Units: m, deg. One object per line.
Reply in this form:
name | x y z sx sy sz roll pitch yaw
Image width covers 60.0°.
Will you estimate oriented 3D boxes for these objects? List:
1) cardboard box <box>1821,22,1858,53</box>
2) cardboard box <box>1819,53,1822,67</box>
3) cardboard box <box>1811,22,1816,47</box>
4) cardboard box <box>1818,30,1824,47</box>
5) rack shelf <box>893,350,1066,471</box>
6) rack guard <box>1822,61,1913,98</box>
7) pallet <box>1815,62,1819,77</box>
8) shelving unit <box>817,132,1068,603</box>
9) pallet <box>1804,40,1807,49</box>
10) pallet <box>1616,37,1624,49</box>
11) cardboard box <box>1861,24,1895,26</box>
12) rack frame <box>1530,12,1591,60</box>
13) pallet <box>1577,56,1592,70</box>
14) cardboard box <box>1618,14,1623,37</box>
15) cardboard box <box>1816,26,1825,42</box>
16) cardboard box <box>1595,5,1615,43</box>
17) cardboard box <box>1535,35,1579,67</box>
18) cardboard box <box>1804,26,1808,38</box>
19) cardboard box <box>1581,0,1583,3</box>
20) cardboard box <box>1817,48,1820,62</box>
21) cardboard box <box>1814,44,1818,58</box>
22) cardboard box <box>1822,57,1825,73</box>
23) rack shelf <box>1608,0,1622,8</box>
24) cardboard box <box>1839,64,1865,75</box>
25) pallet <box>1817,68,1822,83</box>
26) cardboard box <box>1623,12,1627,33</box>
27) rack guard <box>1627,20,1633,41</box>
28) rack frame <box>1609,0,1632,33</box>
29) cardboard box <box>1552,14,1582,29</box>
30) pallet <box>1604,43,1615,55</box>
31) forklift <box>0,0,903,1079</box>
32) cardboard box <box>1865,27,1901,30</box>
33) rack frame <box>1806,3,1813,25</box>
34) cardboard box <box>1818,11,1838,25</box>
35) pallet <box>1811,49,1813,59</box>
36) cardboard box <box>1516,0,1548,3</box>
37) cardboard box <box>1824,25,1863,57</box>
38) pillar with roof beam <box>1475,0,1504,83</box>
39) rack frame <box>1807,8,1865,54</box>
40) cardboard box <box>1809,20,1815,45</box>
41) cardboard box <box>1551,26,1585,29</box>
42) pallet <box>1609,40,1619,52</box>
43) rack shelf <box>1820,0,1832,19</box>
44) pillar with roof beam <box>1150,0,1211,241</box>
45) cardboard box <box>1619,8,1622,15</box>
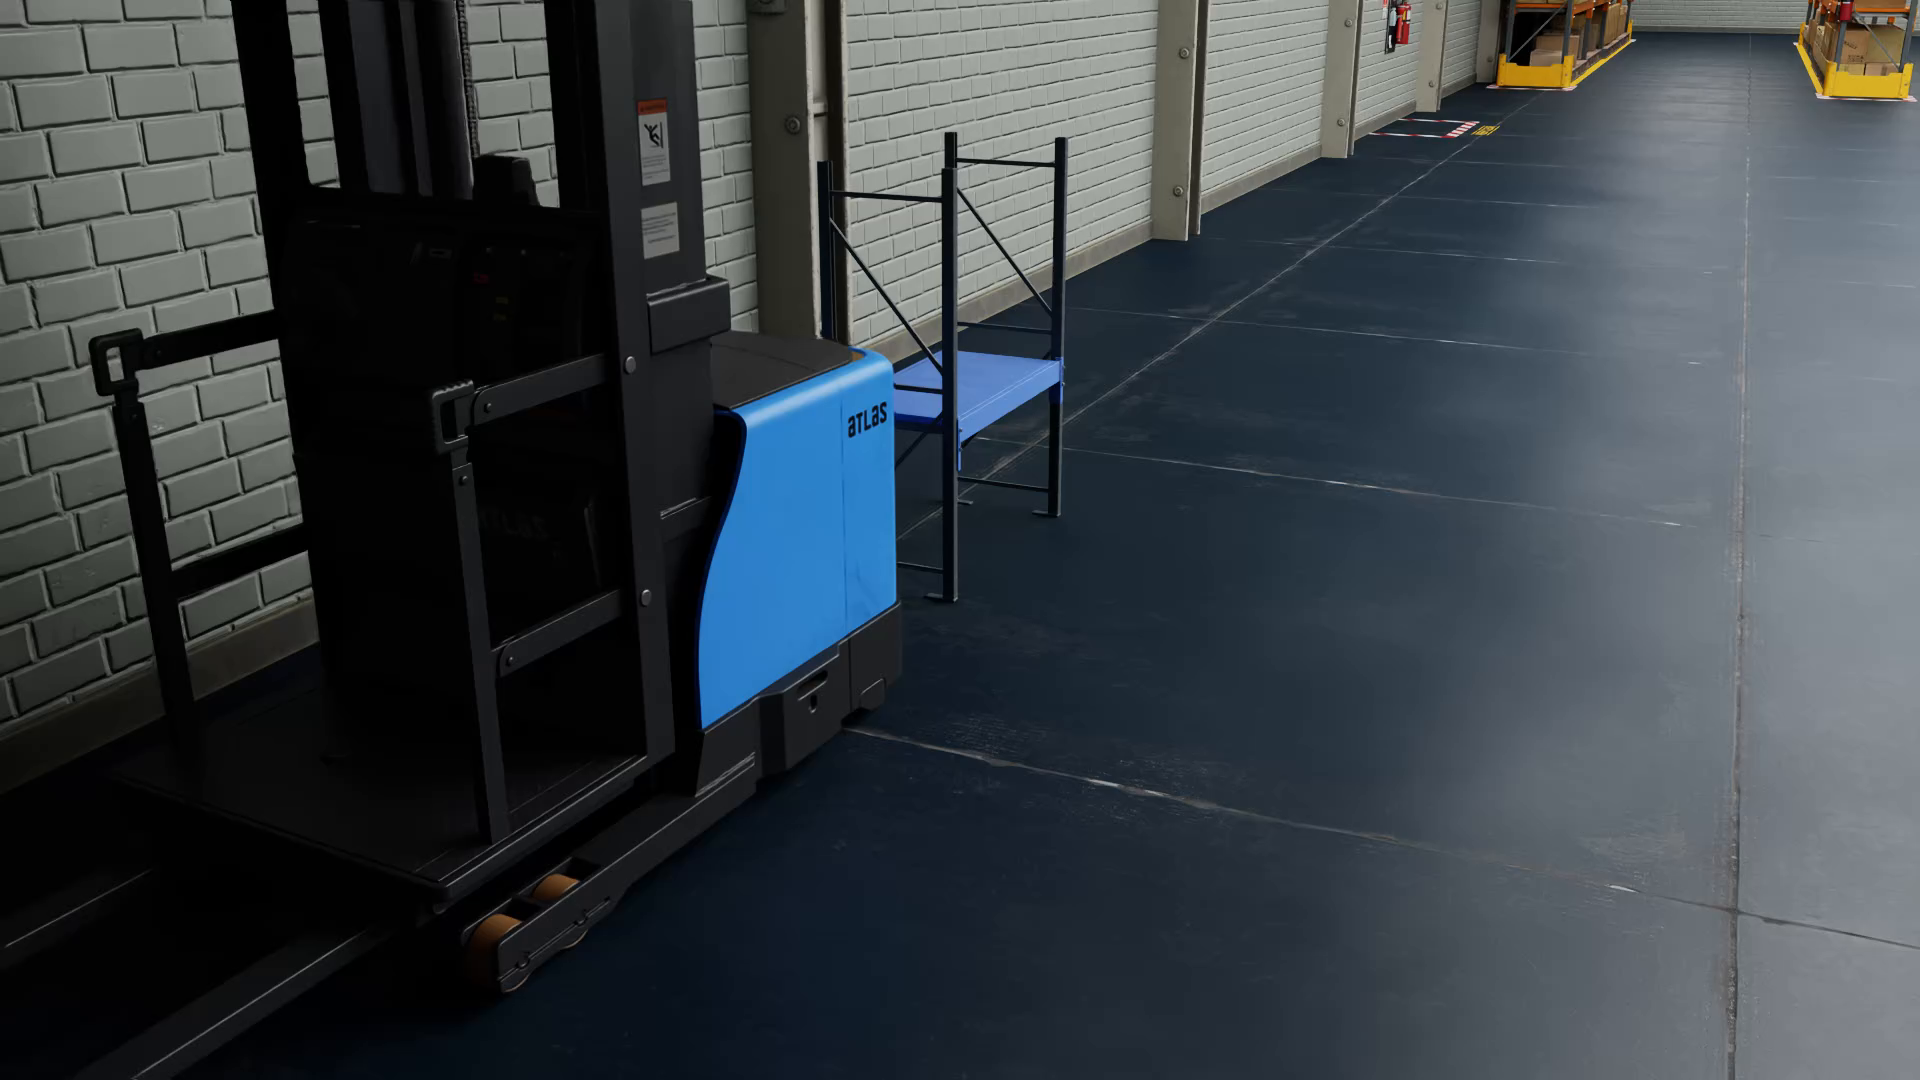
cardboard box | 15.274 -8.723 28.877 0.500 0.500 0.500 9 21 23
cardboard box | 15.283 -8.368 28.999 0.500 0.250 0.500 9 21 23
cardboard box | 17.977 -10.456 34.466 0.500 0.500 0.500 8 21 21
cardboard box | 16.067 -9.208 30.523 0.500 0.311 0.500 8 21 23
rack shelf | -0.035 -0.511 6.204 0.538 0.185 1.000 9 21 23
rack guard | 14.101 -7.158 25.850 1.175 0.500 0.348 9 21 23
pallet | 16.015 -8.483 30.005 1.003 0.211 1.213 9 21 23
shelving unit | -0.035 -0.681 6.144 0.538 1.500 1.048 9 21 23
pallet | 19.805 -11.281 37.876 1.003 0.211 1.213 9 21 23
pallet | 14.887 -11.598 38.765 1.003 0.211 1.213 9 21 23
cardboard box | 15.543 -8.498 28.246 0.500 0.500 0.500 9 21 23
rack frame | 11.228 -10.244 30.798 1.000 3.000 0.127 9 21 23
pallet | 11.546 -9.169 31.935 1.003 0.211 1.213 9 21 23
cardboard box | 15.325 -12.234 39.497 0.700 0.500 0.500 9 22 24
cardboard box | 16.697 -9.674 31.833 0.500 0.311 0.500 8 21 21
cardboard box | 13.652 -11.126 35.858 0.750 0.750 0.750 8 21 22
cardboard box | 10.535 -8.642 29.366 0.700 0.500 0.500 7 21 19
cardboard box | 19.772 -11.713 38.374 0.500 0.250 0.500 9 21 23
cardboard box | 10.279 -9.227 28.130 0.500 0.250 0.500 8 21 21
cardboard box | 15.863 -8.789 30.183 0.500 0.250 0.500 8 21 22
cardboard box | 16.492 -9.258 31.500 0.500 0.250 0.500 8 21 21
cardboard box | 14.664 -7.910 27.711 0.500 0.250 0.500 9 21 23
rack shelf | 13.685 -11.740 36.076 1.077 0.370 4.000 9 21 23
cardboard box | 14.061 -7.450 26.417 0.500 0.250 0.500 9 21 23
pallet | 15.385 -8.015 28.690 1.003 0.211 1.213 9 21 23
cardboard box | 15.947 -12.705 40.821 0.700 0.500 0.500 9 21 23
rack guard | 16.152 -12.742 41.552 1.175 0.500 0.348 9 21 23
rack frame | 16.142 -13.913 41.113 1.000 3.000 0.127 9 21 23
cardboard box | 11.692 -9.990 32.036 0.500 0.250 0.500 8 21 22
pallet | 13.759 -10.756 36.397 1.003 0.211 1.213 9 21 23
forklift | -1.315 -0.556 3.658 1.130 2.935 3.031 10 22 26
cardboard box | 14.930 -8.040 26.957 0.500 0.500 0.500 9 21 23
rack frame | 20.663 -13.234 39.205 1.000 3.000 0.127 9 21 23
cardboard box | 17.575 -10.507 33.492 0.500 0.250 0.500 9 22 25
pallet | 18.228 -10.069 34.467 1.003 0.211 1.213 9 21 23
cardboard box | 9.605 -9.130 27.858 0.500 0.250 0.500 9 21 23
cardboard box | 14.661 -8.264 27.587 0.500 0.500 0.500 9 21 23
pillar with roof beam | 13.015 -11.590 25.629 9.100 9.000 0.400 9 21 23
rack frame | 19.025 -12.011 35.766 1.000 3.000 0.127 9 21 23
cardboard box | 18.605 -10.926 35.790 0.500 0.500 0.500 8 21 20
cardboard box | 11.926 -9.816 32.669 0.700 0.500 0.500 9 21 23
pallet | 14.257 -11.130 37.449 1.003 0.211 1.213 9 21 23
rack shelf | 16.568 -9.838 30.729 1.077 0.370 4.000 9 21 23
pillar with roof beam | 5.644 -6.088 10.156 9.100 9.000 0.400 9 21 23
cardboard box | 15.211 -12.310 38.741 0.380 0.149 0.250 9 22 25
